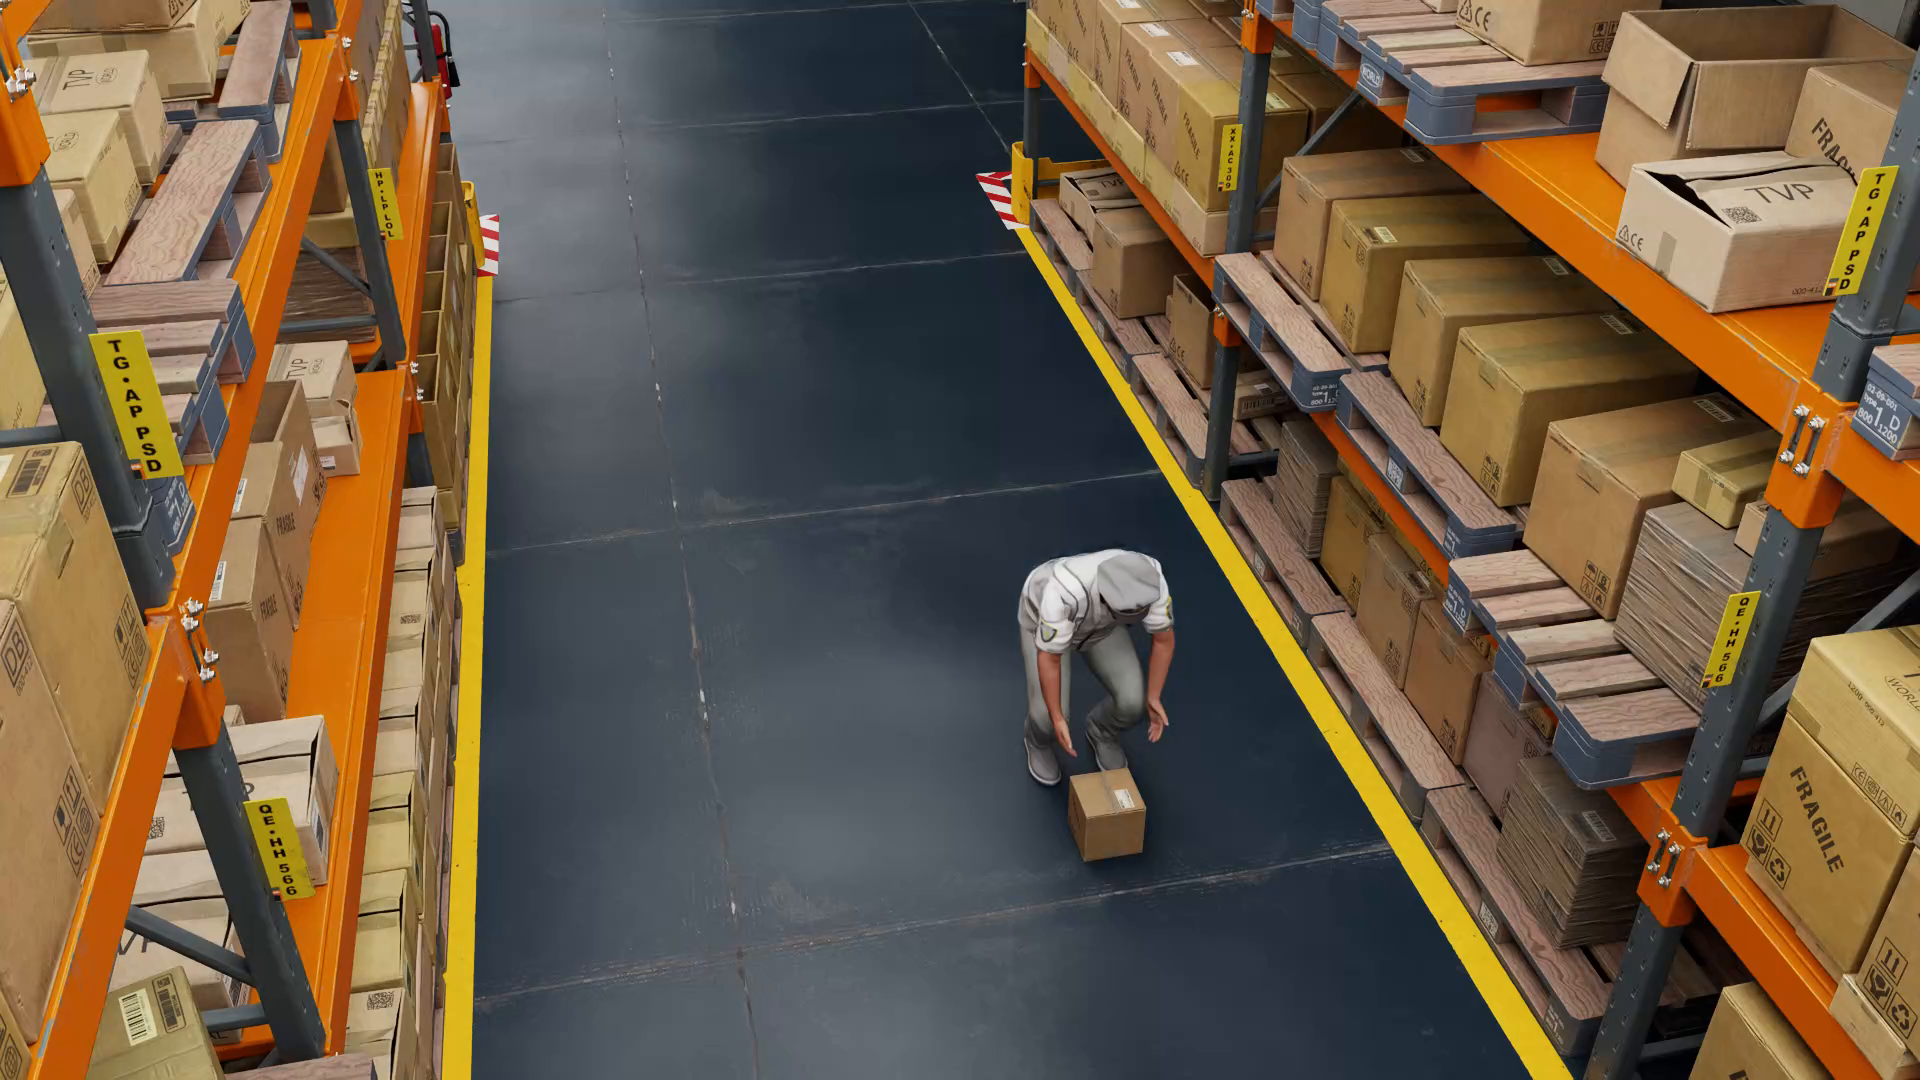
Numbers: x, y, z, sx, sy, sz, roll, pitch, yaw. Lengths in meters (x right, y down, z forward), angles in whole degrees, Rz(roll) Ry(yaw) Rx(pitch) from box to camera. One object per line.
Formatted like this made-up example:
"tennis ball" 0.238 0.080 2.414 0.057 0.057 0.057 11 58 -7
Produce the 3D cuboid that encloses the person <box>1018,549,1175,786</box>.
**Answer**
"person" 0.559 0.468 6.863 0.586 1.291 0.868 -7 35 -10
